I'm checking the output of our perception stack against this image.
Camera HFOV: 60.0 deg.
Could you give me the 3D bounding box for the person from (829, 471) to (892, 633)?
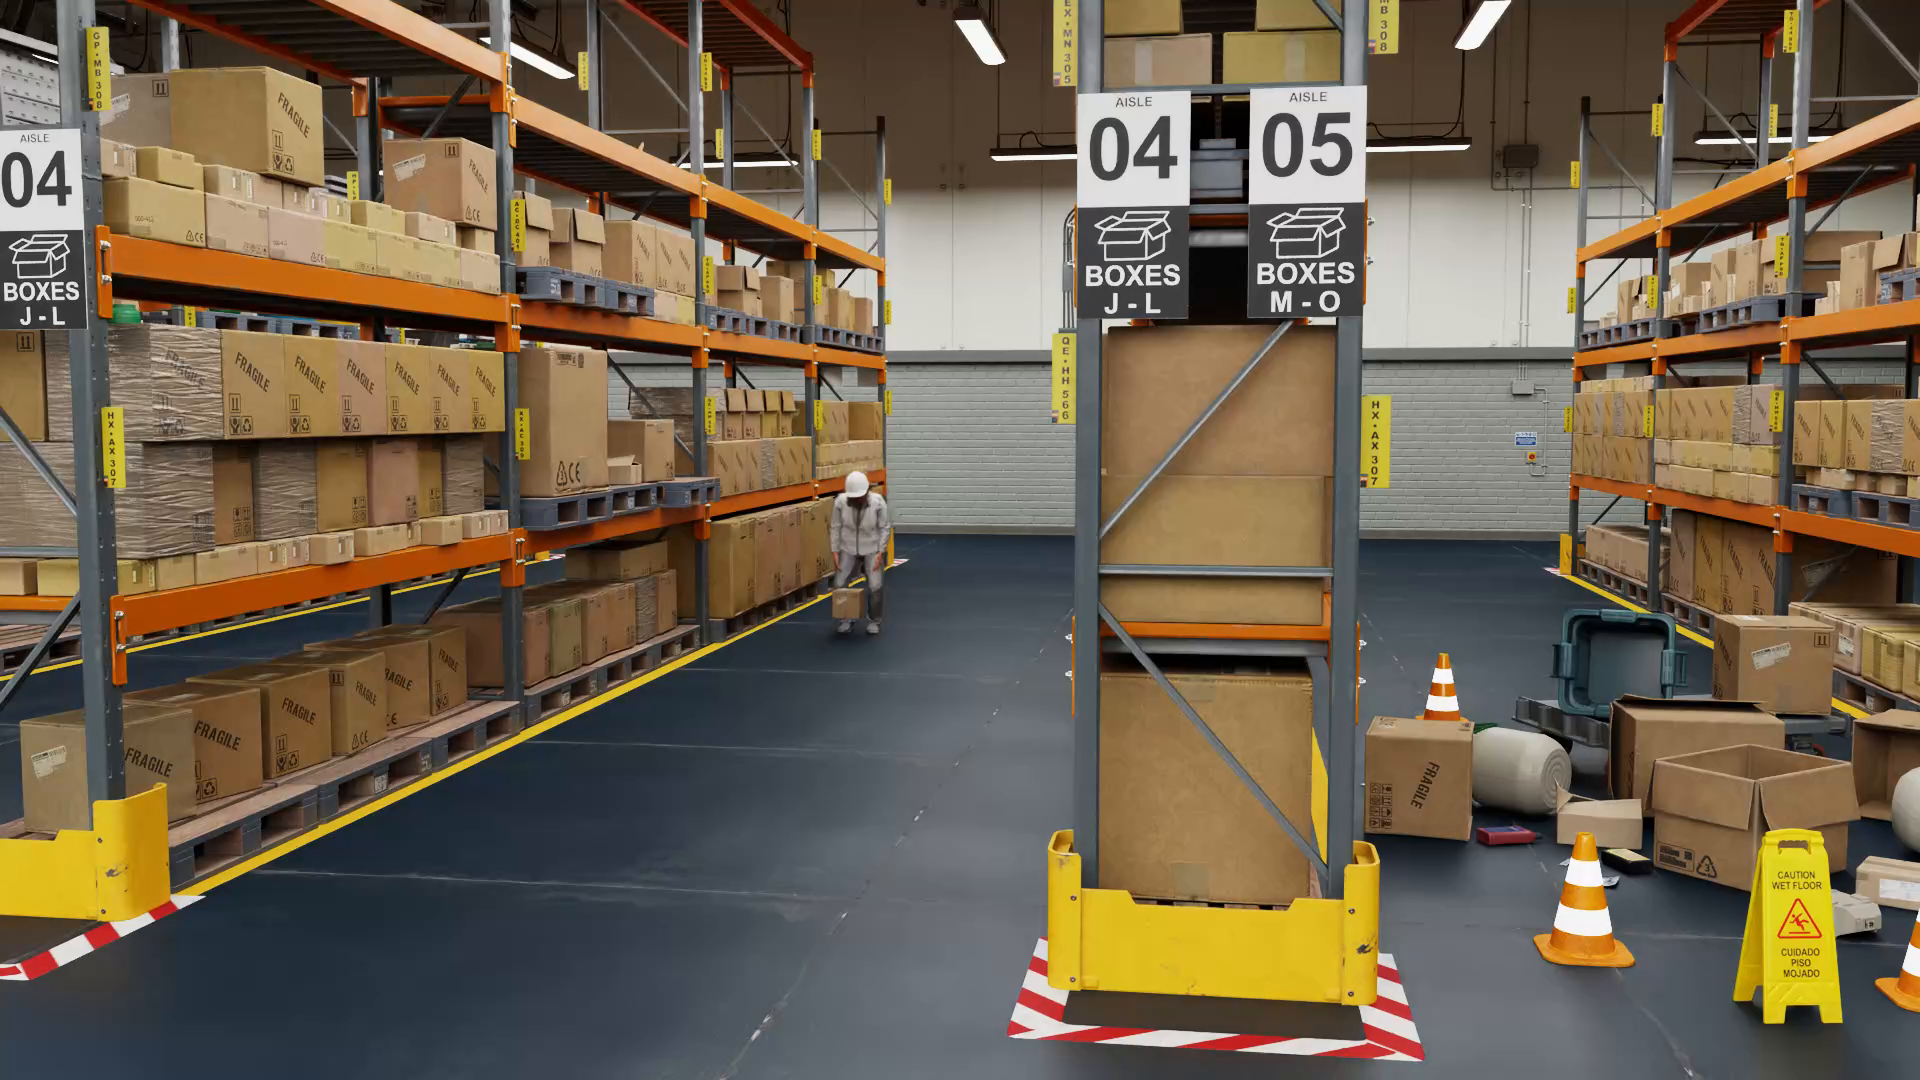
[{"bbox_3d":[-0.945,0.112,15.610,0.545,1.534,0.693,1,4,9],"label":"person"}]
